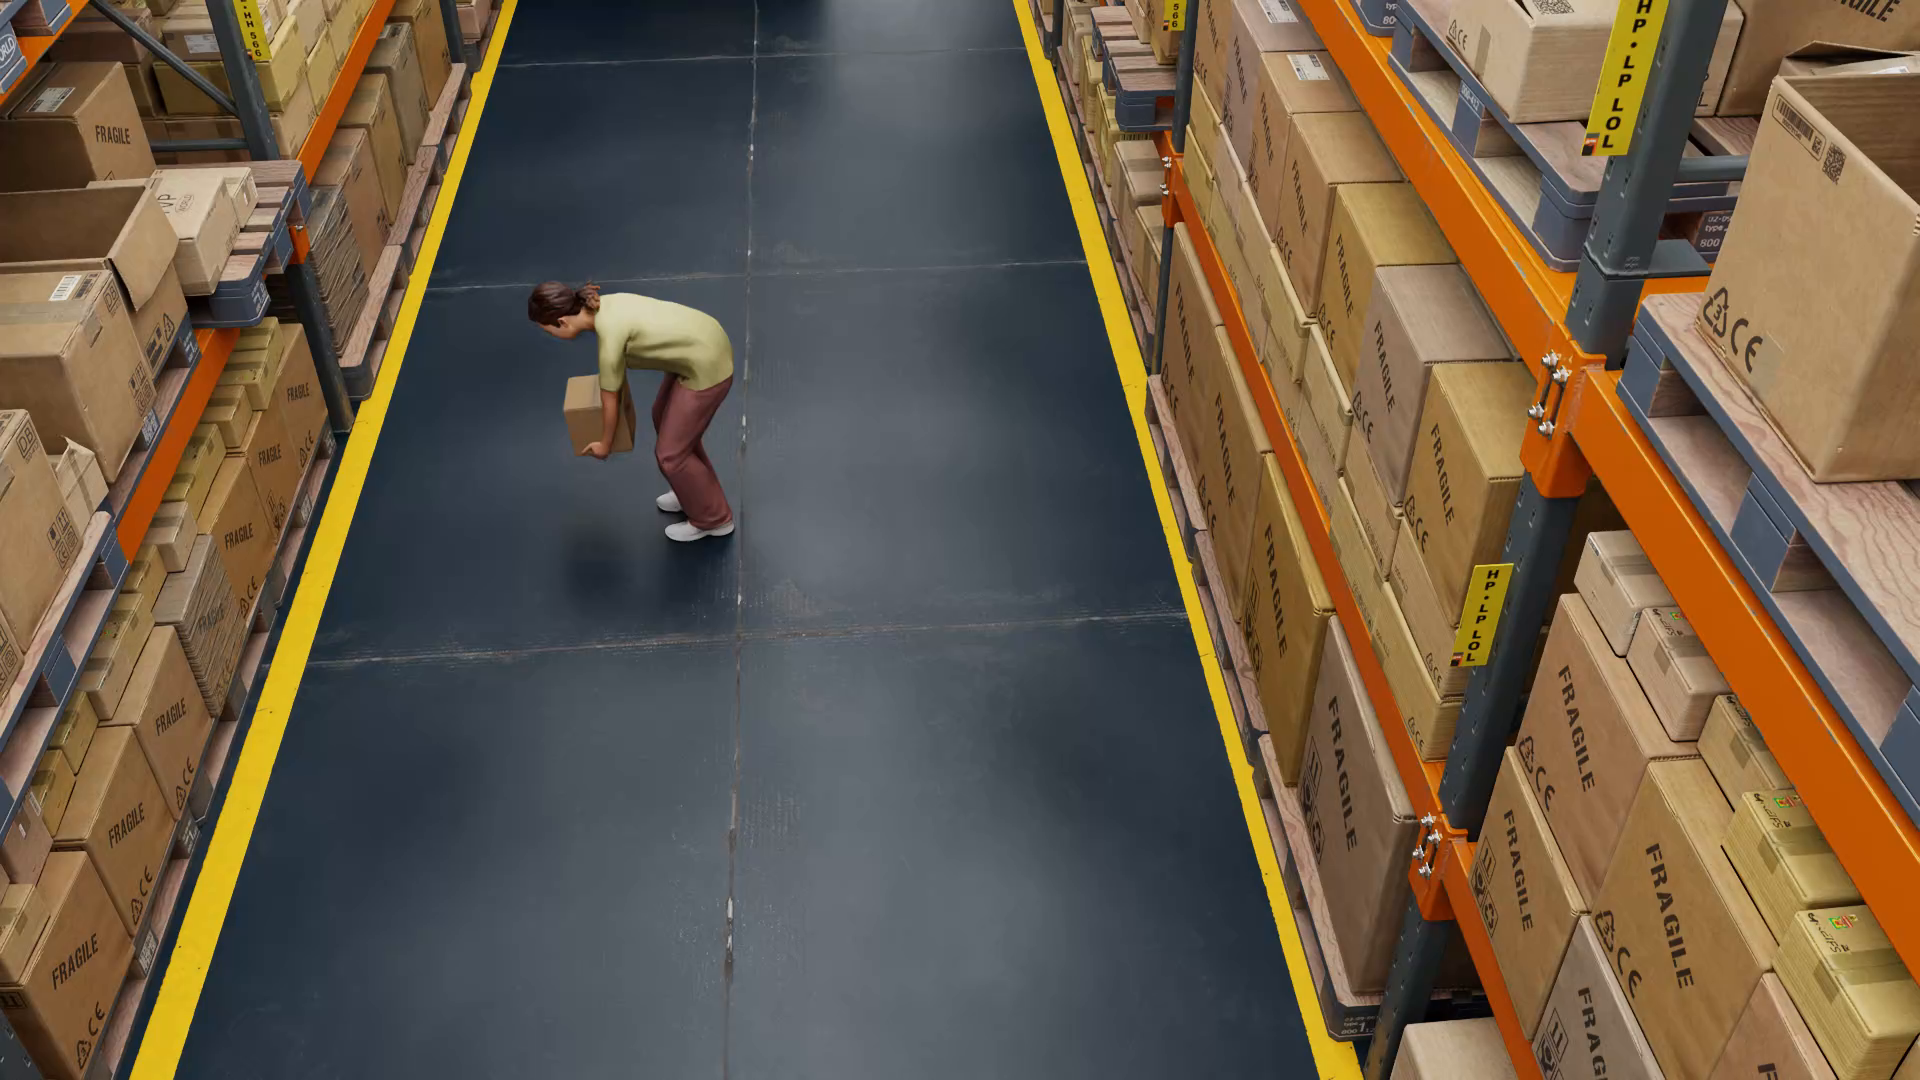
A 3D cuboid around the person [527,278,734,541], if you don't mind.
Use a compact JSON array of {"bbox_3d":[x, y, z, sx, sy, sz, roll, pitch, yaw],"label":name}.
[{"bbox_3d":[-1.367,-0.534,7.212,0.819,1.168,0.416,-4,39,-5],"label":"person"}]
